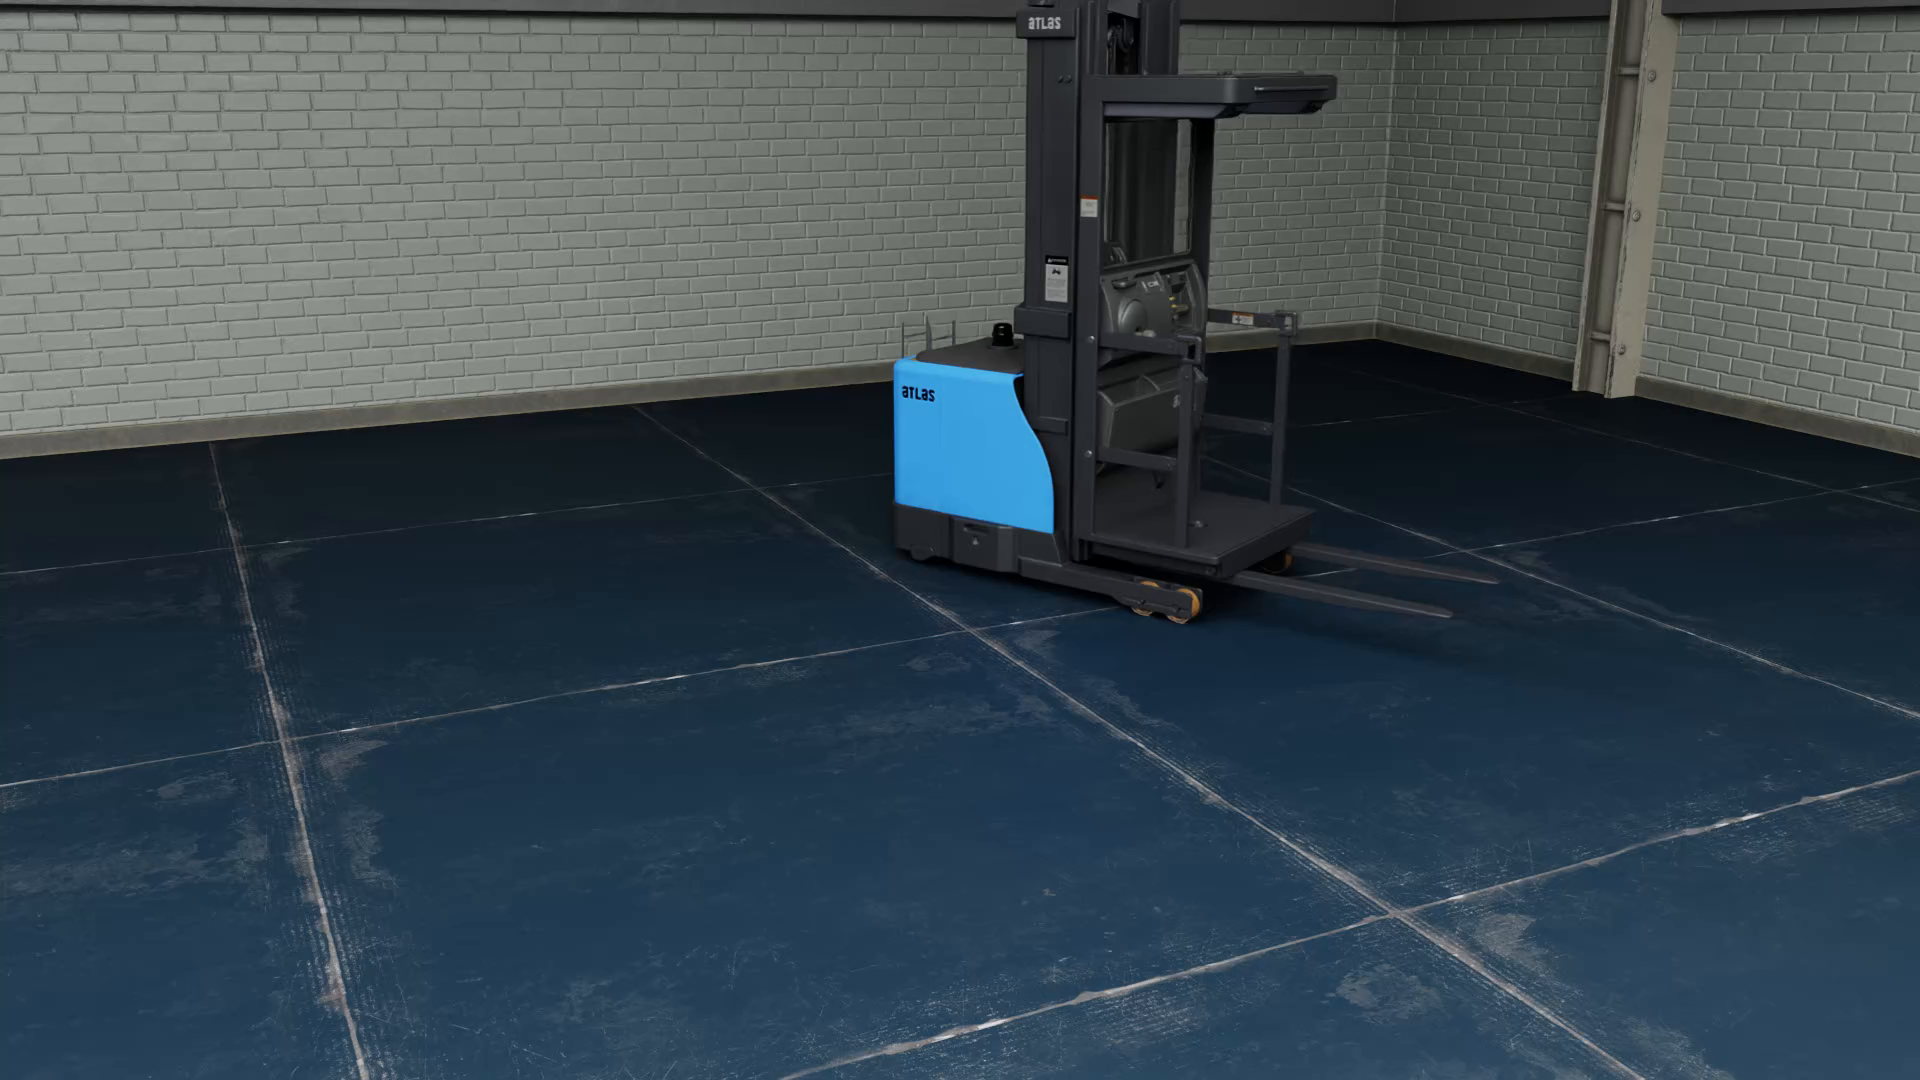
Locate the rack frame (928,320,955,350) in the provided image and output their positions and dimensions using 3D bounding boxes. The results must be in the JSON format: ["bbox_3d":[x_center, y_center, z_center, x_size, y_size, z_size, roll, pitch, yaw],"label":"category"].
[{"bbox_3d":[-0.098,-0.599,9.161,0.006,1.200,0.240,12,20,35],"label":"rack frame"}]

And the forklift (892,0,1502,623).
[{"bbox_3d":[1.123,-1.179,8.047,3.031,2.935,1.130,12,20,35],"label":"forklift"}]

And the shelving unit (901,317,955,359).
[{"bbox_3d":[-0.172,-0.614,9.213,0.189,1.200,0.258,12,20,35],"label":"shelving unit"}]

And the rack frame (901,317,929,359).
[{"bbox_3d":[-0.245,-0.629,9.266,0.006,1.200,0.240,12,20,35],"label":"rack frame"}]

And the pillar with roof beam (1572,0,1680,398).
[{"bbox_3d":[1.315,-4.994,10.339,9.100,9.000,0.400,-8,18,-25],"label":"pillar with roof beam"}]
